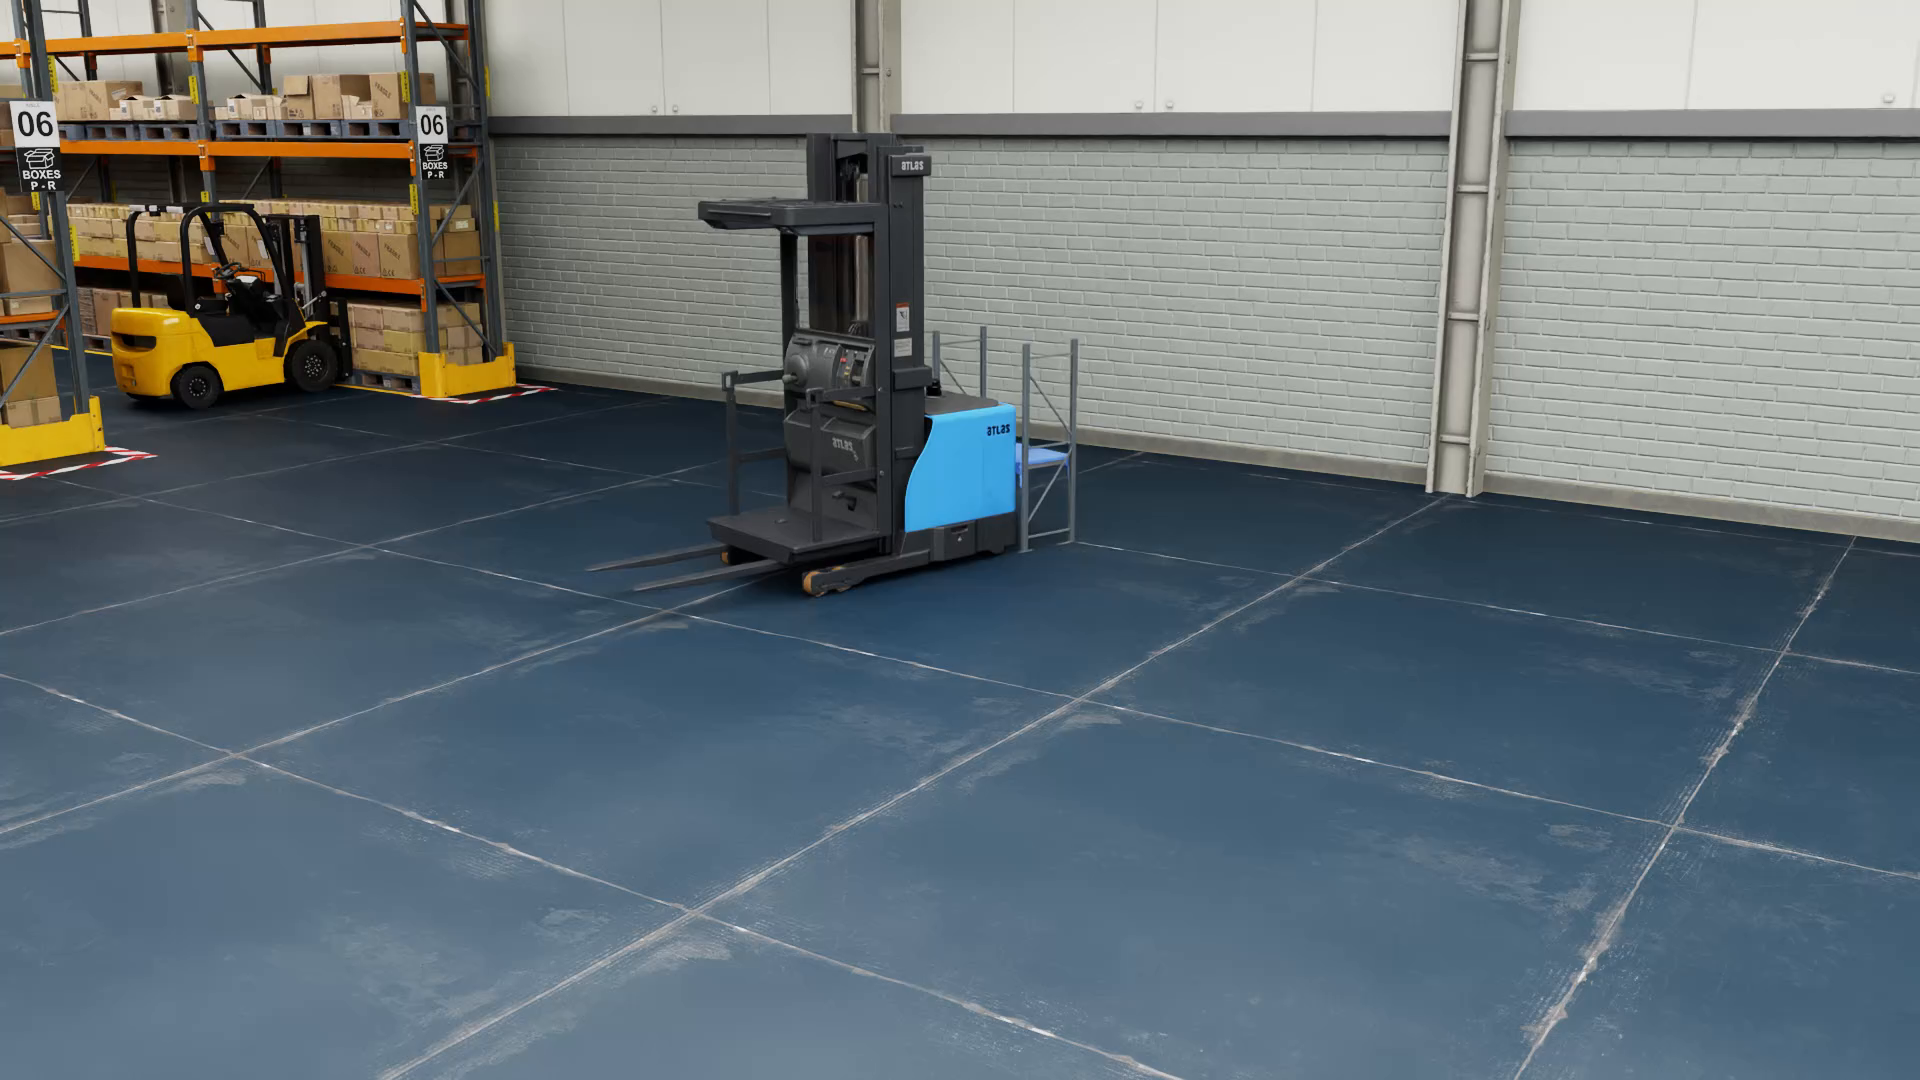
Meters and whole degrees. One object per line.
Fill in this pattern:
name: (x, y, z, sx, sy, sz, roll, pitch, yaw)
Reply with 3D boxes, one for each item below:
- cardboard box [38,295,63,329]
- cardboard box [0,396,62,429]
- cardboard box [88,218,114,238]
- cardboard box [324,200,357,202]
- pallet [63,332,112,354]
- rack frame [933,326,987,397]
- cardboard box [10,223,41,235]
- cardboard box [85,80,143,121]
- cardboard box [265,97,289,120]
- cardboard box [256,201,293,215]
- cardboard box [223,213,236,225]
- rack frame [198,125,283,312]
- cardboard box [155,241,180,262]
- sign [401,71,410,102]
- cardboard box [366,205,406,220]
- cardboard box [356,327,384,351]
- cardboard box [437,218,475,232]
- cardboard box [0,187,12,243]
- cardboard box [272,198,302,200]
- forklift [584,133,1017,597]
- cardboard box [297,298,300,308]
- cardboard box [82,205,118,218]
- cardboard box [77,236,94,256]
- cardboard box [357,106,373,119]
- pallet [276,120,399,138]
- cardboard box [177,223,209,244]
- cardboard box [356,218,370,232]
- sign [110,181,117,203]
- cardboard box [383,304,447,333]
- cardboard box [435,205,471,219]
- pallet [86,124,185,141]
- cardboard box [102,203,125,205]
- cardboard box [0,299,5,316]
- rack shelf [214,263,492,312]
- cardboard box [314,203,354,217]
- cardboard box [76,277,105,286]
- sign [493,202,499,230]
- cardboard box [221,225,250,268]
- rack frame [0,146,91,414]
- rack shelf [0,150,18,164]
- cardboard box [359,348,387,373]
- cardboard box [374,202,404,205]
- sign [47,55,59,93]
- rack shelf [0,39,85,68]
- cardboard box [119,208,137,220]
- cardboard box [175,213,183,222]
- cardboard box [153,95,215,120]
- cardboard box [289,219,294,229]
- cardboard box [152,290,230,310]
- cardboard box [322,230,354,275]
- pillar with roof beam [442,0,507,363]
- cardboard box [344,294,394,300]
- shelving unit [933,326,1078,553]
cardboard box: (-12.836, -3.278, 23.653, 0.500, 0.500, 0.500, 10, 17, 34)
cardboard box: (-9.009, -1.243, 15.952, 0.500, 0.250, 0.500, 9, 17, 32)
cardboard box: (-11.295, -4.195, 22.297, 0.500, 0.250, 0.500, 9, 16, 31)
cardboard box: (-7.568, -4.085, 20.405, 0.250, 0.149, 0.380, 9, 16, 32)
pallet: (-11.704, -2.802, 23.204, 1.213, 0.211, 1.003, 9, 17, 33)
rack frame: (0.000, -0.866, 12.699, 0.500, 1.500, 0.032, -11, 18, -38)
cardboard box: (-13.125, -4.368, 23.373, 0.250, 0.149, 0.380, 10, 17, 34)
cardboard box: (-11.056, -5.749, 21.772, 0.500, 0.500, 0.500, 10, 17, 34)
cardboard box: (-7.984, -5.121, 19.724, 0.258, 0.266, 0.396, 9, 16, 31)
cardboard box: (-8.307, -4.039, 20.220, 0.250, 0.149, 0.380, 10, 17, 34)
cardboard box: (-8.929, -4.006, 20.705, 0.250, 0.149, 0.380, 9, 16, 32)
rack frame: (-9.046, -3.738, 21.180, 0.127, 3.000, 1.000, 9, 17, 33)
cardboard box: (-10.031, -3.747, 21.528, 0.500, 0.250, 0.500, 9, 17, 32)
sign: (-6.042, -4.942, 18.126, 0.005, 0.325, 0.100, 9, 17, 33)
cardboard box: (-6.596, -3.772, 19.140, 0.250, 0.149, 0.380, 10, 17, 34)
cardboard box: (-6.716, -2.385, 19.525, 0.500, 0.250, 0.500, 9, 17, 32)
cardboard box: (-5.864, -3.662, 19.315, 0.250, 0.149, 0.380, 9, 16, 31)
cardboard box: (-9.040, -2.914, 14.946, 0.500, 0.500, 0.700, 9, 16, 31)
cardboard box: (-8.428, -4.221, 20.955, 0.250, 0.149, 0.380, 9, 16, 31)
forklift: (-1.041, -1.196, 11.054, 3.031, 2.935, 1.130, -11, 18, -39)
cardboard box: (-7.982, -2.830, 20.279, 0.500, 0.250, 0.500, 10, 17, 35)
cardboard box: (-11.592, -4.439, 22.453, 0.250, 0.149, 0.380, 9, 17, 33)
cardboard box: (-11.719, -4.025, 22.651, 0.500, 0.250, 0.500, 9, 16, 32)
cardboard box: (-6.584, -4.838, 18.824, 0.250, 0.149, 0.380, 9, 16, 31)
pallet: (-7.316, -4.878, 19.727, 1.213, 0.211, 1.003, 9, 17, 33)
cardboard box: (-9.597, -3.922, 21.198, 0.500, 0.250, 0.500, 9, 16, 32)
cardboard box: (-6.780, -3.666, 19.333, 0.250, 0.149, 0.380, 9, 17, 32)
sign: (-12.058, -4.947, 23.656, 0.005, 0.325, 0.100, 9, 17, 33)
cardboard box: (-6.283, -2.555, 19.171, 0.500, 0.250, 0.500, 10, 17, 35)
cardboard box: (-5.887, -3.797, 19.241, 0.250, 0.149, 0.380, 9, 16, 32)
pallet: (-10.823, -5.416, 22.110, 1.213, 0.211, 1.003, 10, 17, 35)
cardboard box: (-11.703, -4.621, 23.192, 0.250, 0.149, 0.380, 10, 17, 34)
cardboard box: (-8.924, -2.097, 15.073, 0.250, 0.149, 0.380, 10, 17, 35)
rack shelf: (-7.387, -3.120, 20.183, 4.000, 0.370, 1.077, 9, 17, 33)
cardboard box: (-7.418, -3.920, 19.738, 0.250, 0.149, 0.380, 9, 17, 34)
cardboard box: (-12.624, -3.712, 24.052, 0.250, 0.149, 0.380, 10, 17, 36)
sign: (-5.413, -3.770, 19.343, 0.005, 0.325, 0.100, 9, 17, 33)
cardboard box: (-8.824, -3.675, 20.717, 0.500, 0.500, 0.500, 9, 16, 31)
rack frame: (-8.494, -2.211, 15.013, 0.127, 3.000, 1.000, 9, 17, 33)
rack shelf: (-10.154, -3.586, 15.822, 4.000, 0.370, 1.077, 9, 17, 33)
cardboard box: (-6.701, -2.139, 19.570, 0.500, 0.250, 0.500, 9, 17, 33)
cardboard box: (-6.742, -3.938, 19.810, 0.250, 0.149, 0.380, 10, 17, 35)
sign: (-8.192, -4.200, 14.984, 0.005, 0.325, 0.100, 9, 17, 33)
rack shelf: (-14.025, -6.911, 23.844, 4.000, 0.370, 1.077, 9, 17, 33)
cardboard box: (-10.794, -4.288, 21.846, 0.250, 0.149, 0.380, 9, 16, 31)
cardboard box: (-9.852, -4.177, 21.396, 0.250, 0.149, 0.380, 9, 17, 33)
cardboard box: (-9.783, -5.451, 20.963, 0.500, 0.311, 0.500, 9, 16, 31)
cardboard box: (-7.883, -3.828, 19.989, 0.250, 0.149, 0.380, 9, 16, 31)
cardboard box: (-10.125, -2.962, 22.115, 0.625, 0.625, 0.875, 9, 17, 32)
cardboard box: (-7.133, -3.403, 19.622, 0.500, 0.500, 0.500, 9, 16, 32)
pillar with roof beam: (-8.205, -5.528, 15.927, 0.400, 9.000, 9.100, 9, 17, 33)
cardboard box: (-7.267, -2.863, 20.416, 0.500, 0.250, 0.500, 9, 16, 32)
shelving unit: (0.320, -0.771, 12.316, 0.538, 1.500, 1.048, -11, 18, -38)
